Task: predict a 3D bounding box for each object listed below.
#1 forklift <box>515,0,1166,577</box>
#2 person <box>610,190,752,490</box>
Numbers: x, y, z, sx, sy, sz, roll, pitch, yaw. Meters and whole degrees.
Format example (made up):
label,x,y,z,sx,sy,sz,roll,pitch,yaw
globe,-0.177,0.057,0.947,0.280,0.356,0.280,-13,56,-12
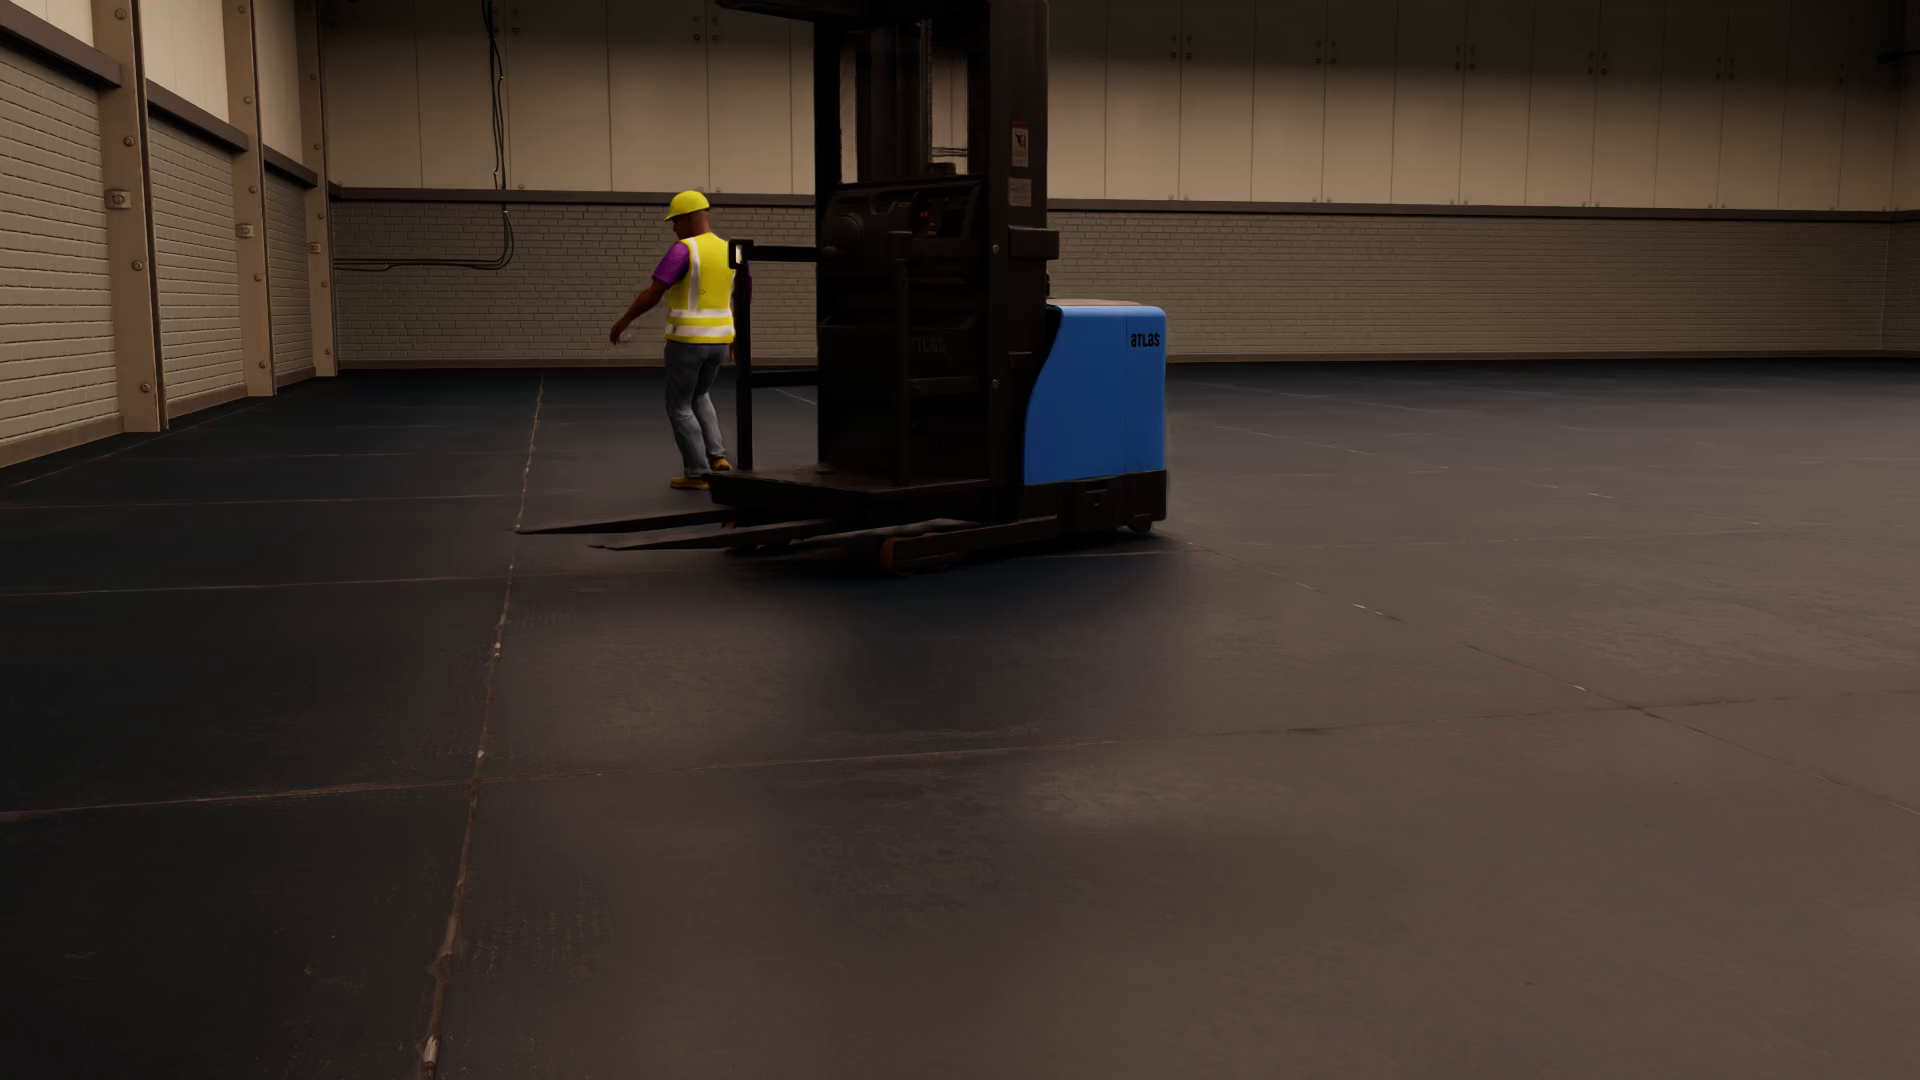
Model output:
label,x,y,z,sx,sy,sz,roll,pitch,yaw
forklift,-0.407,-1.383,7.012,1.130,2.935,3.031,8,11,43
person,-1.601,-1.159,9.824,0.501,1.775,0.918,7,11,43
